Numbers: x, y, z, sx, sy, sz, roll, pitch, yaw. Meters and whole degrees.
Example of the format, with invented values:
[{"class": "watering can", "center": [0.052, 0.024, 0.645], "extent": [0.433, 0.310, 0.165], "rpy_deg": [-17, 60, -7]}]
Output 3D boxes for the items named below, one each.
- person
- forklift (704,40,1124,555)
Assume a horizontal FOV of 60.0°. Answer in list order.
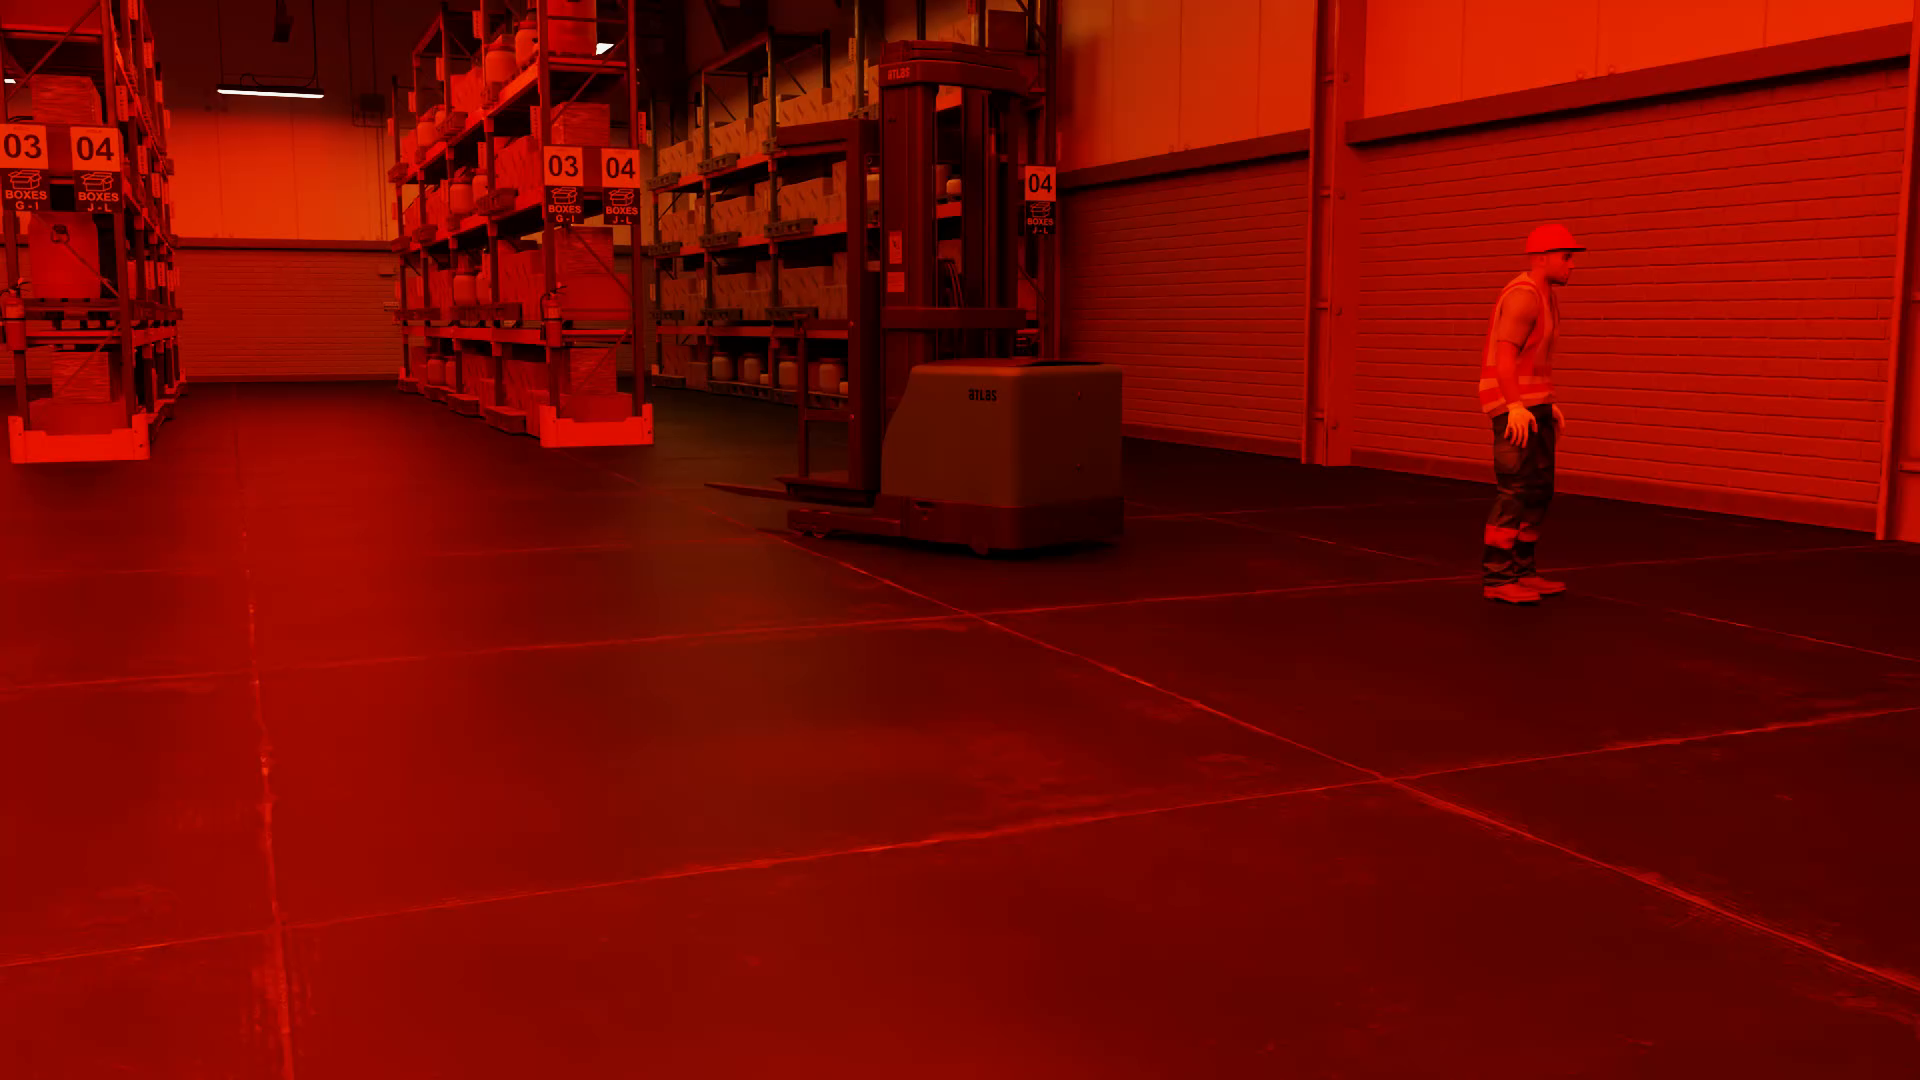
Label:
[{"class": "person", "center": [2.734, -0.610, 7.979], "extent": [0.445, 1.781, 0.622], "rpy_deg": [6, 9, 36]}, {"class": "forklift", "center": [-0.436, -1.509, 10.383], "extent": [3.031, 2.935, 1.130], "rpy_deg": [7, 10, 44]}]
